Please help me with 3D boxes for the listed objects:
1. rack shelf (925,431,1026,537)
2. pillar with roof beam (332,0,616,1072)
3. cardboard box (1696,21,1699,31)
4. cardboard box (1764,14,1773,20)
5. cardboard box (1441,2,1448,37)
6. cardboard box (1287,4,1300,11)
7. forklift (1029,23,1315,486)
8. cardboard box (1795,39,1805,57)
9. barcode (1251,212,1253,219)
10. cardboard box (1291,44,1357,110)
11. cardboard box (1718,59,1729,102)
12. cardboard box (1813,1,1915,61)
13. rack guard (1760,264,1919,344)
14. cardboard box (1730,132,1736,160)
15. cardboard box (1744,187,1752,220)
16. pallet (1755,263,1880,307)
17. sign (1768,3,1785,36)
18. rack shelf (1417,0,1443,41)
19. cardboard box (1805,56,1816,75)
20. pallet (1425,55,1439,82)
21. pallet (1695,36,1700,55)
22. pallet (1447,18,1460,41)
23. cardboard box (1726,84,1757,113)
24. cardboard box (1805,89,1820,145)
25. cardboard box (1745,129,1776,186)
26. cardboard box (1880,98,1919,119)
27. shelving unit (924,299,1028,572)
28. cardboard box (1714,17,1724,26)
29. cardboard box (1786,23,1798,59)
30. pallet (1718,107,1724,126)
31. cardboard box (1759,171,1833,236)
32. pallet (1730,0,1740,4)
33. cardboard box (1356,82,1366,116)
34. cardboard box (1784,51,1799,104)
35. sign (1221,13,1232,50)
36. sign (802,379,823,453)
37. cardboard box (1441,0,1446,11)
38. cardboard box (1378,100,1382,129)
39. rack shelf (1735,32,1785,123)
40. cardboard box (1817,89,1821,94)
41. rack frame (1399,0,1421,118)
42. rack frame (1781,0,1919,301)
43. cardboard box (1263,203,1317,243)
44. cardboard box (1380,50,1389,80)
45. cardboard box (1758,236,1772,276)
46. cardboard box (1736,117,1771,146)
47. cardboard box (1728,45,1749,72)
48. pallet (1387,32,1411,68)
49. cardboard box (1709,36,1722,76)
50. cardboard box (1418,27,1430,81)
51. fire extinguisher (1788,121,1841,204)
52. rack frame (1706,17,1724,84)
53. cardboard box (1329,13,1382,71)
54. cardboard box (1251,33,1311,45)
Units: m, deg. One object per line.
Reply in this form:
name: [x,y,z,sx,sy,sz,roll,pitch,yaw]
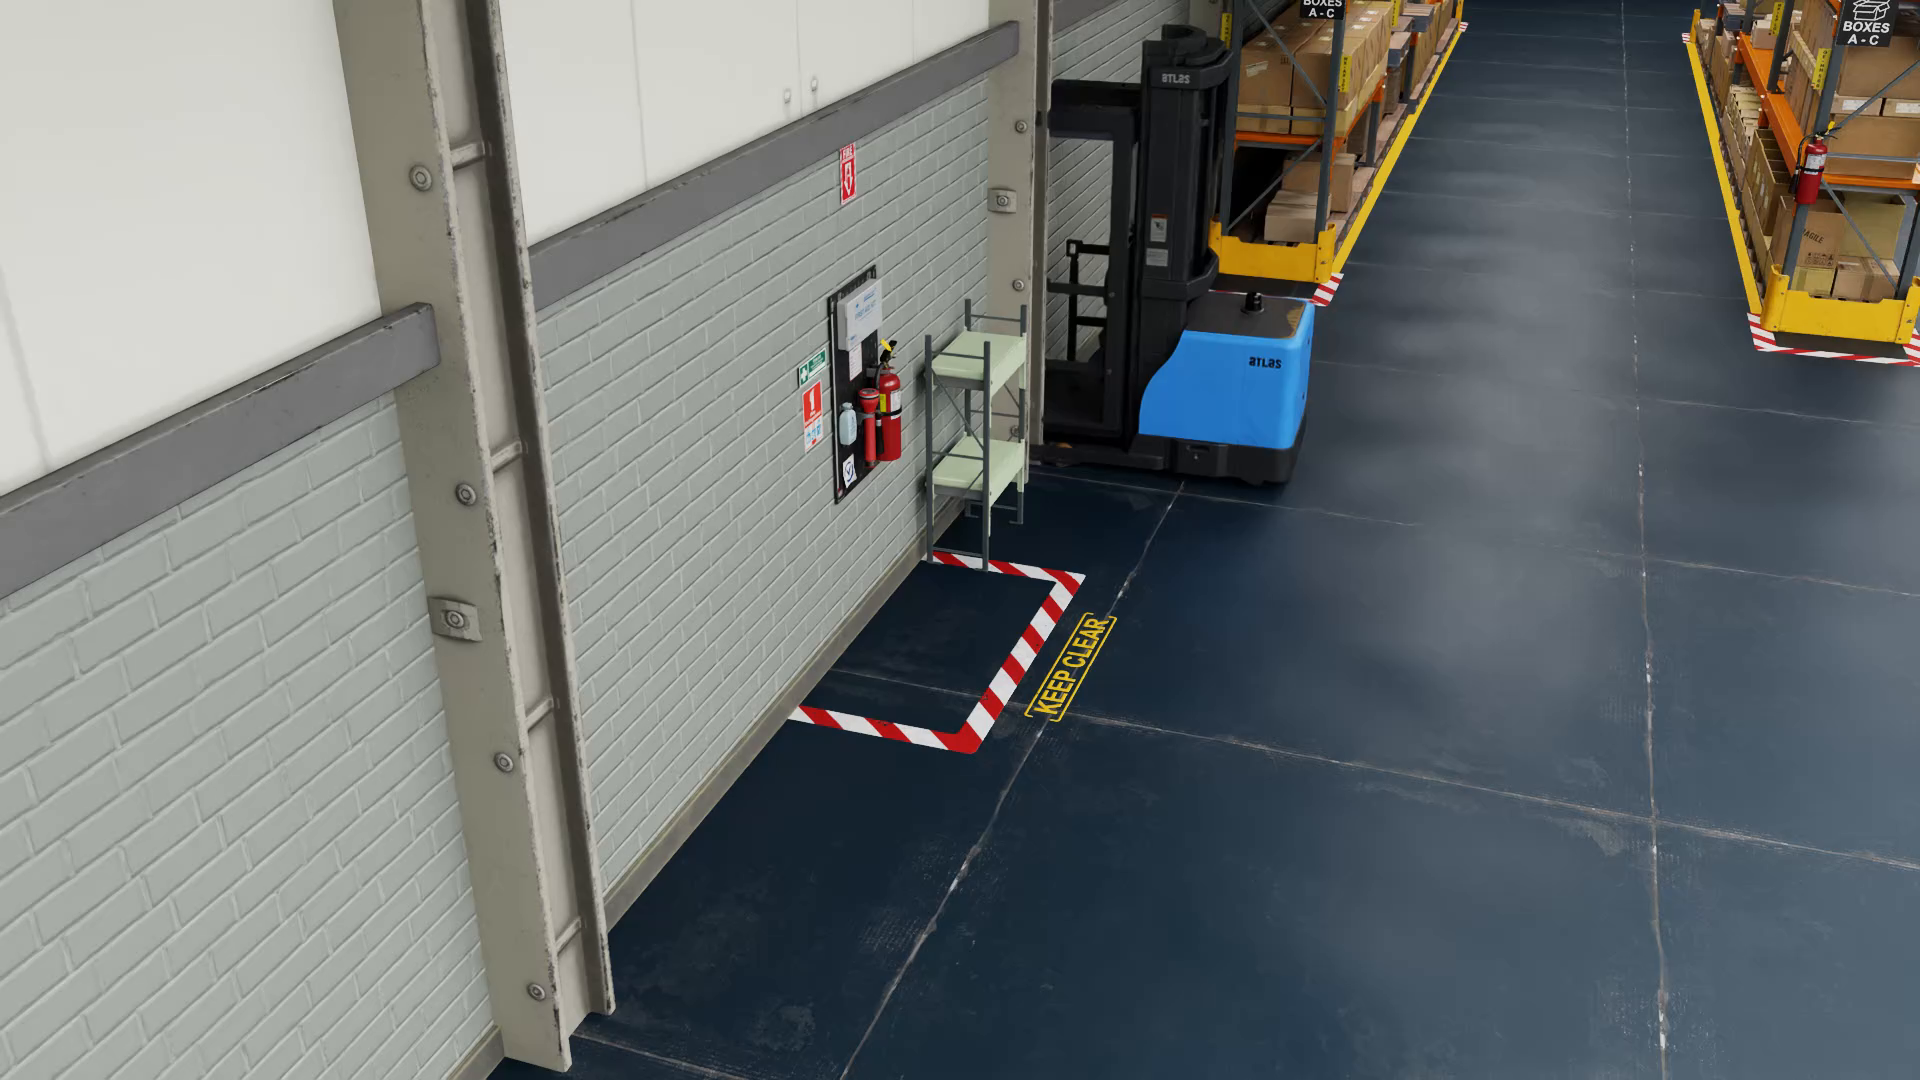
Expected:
rack shelf: [0.104,-0.364,10.529,0.431,0.370,0.720,9,27,17]
pillar with roof beam: [2.443,-1.457,3.433,9.100,9.000,0.400,9,27,17]
cardboard box: [12.493,-8.551,27.735,0.380,0.149,0.250,9,27,17]
cardboard box: [10.132,-6.287,20.395,0.500,0.311,0.500,11,28,21]
cardboard box: [7.642,-8.604,27.465,0.700,0.500,0.500,9,27,19]
cardboard box: [3.762,-5.448,17.848,0.500,0.500,0.500,9,27,17]
forklift: [0.953,-2.049,11.618,3.031,2.935,1.130,7,27,15]
cardboard box: [8.523,-4.872,16.511,0.380,0.149,0.250,8,27,16]
barcode: [2.903,-3.228,16.546,0.001,0.075,0.075,9,27,17]
cardboard box: [3.402,-4.331,15.542,0.500,0.500,0.500,9,27,18]
cardboard box: [10.557,-6.174,22.424,0.500,0.500,0.500,8,27,16]
cardboard box: [8.321,-4.653,15.316,0.700,0.500,0.500,9,27,17]
rack guard: [7.624,-2.048,14.406,1.175,0.500,0.348,9,27,17]
cardboard box: [9.338,-4.617,19.518,0.500,0.250,0.500,9,27,18]
cardboard box: [8.352,-3.427,17.059,0.500,0.250,0.500,9,27,17]
pallet: [7.847,-2.248,15.151,1.003,0.211,1.213,9,27,17]
sign: [8.448,-5.387,17.196,0.100,0.325,0.005,9,27,17]
rack shelf: [6.287,-7.685,24.006,1.077,0.370,4.000,9,27,17]
cardboard box: [8.179,-4.444,15.628,0.380,0.149,0.250,9,27,17]
pallet: [6.767,-7.248,25.477,1.003,0.211,1.213,9,27,17]
pallet: [12.667,-8.144,27.328,1.003,0.211,1.213,9,27,17]
pallet: [8.092,-8.880,28.848,1.003,0.211,1.213,9,27,17]
cardboard box: [9.843,-5.502,20.701,0.500,0.311,0.500,10,27,19]
cardboard box: [8.140,-3.838,15.119,0.700,0.500,0.500,9,27,18]
cardboard box: [8.514,-3.970,17.321,0.500,0.500,0.500,9,27,17]
cardboard box: [7.966,-3.650,13.987,0.380,0.149,0.250,9,27,17]
shelving unit: [0.104,-0.657,10.387,0.431,1.500,0.755,9,27,17]
cardboard box: [12.246,-7.961,26.111,0.797,0.503,0.637,9,27,17]
cardboard box: [9.409,-5.401,18.349,0.500,0.500,0.500,11,28,21]
pallet: [10.578,-5.517,21.902,1.003,0.211,1.213,9,27,17]
cardboard box: [7.849,-3.148,15.623,0.500,0.500,0.500,9,27,17]
pallet: [10.937,-7.184,22.365,1.003,0.211,1.213,9,27,17]
cardboard box: [3.756,-4.420,16.585,0.500,0.250,0.500,8,27,17]
cardboard box: [8.822,-4.688,16.876,0.700,0.500,0.500,8,27,16]
sign: [2.443,-4.652,15.224,0.100,0.325,0.005,9,27,17]
sign: [-0.759,-0.641,8.591,0.001,0.329,0.234,9,27,17]
cardboard box: [7.584,-8.594,26.699,0.380,0.149,0.250,10,27,19]
cardboard box: [4.852,-5.345,20.710,0.700,0.500,0.500,9,27,18]
rack shelf: [9.629,-5.325,19.131,1.077,0.370,4.000,9,27,17]
cardboard box: [7.836,-4.020,14.752,0.380,0.149,0.250,9,27,18]
rack frame: [5.622,-7.187,22.152,1.000,3.000,0.127,9,27,17]
rack frame: [7.632,-3.183,13.882,1.000,3.000,0.127,9,27,17]
cardboard box: [3.275,-3.159,16.412,0.500,0.311,0.500,6,26,12]
cardboard box: [4.419,-5.246,18.293,0.500,0.250,0.500,9,27,18]
cardboard box: [7.687,-2.605,15.361,0.500,0.250,0.500,9,27,17]
cardboard box: [9.163,-4.658,18.958,0.500,0.311,0.500,9,27,17]
cardboard box: [10.399,-6.323,21.870,0.500,0.250,0.500,10,28,19]
pallet: [4.682,-5.750,19.404,1.003,0.211,1.213,9,27,17]
cardboard box: [11.235,-7.024,24.178,0.500,0.500,0.500,8,27,15]
cardboard box: [6.288,-7.051,23.856,0.750,0.750,0.750,9,27,17]
fire extinguisher: [7.155,-3.167,13.937,0.296,0.674,0.183,9,27,17]
rack frame: [11.625,-8.114,24.067,1.000,3.000,0.127,9,27,17]
cardboard box: [4.087,-5.172,17.279,0.500,0.500,0.500,8,27,16]
cardboard box: [3.093,-4.609,16.115,0.500,0.500,0.500,9,27,18]
